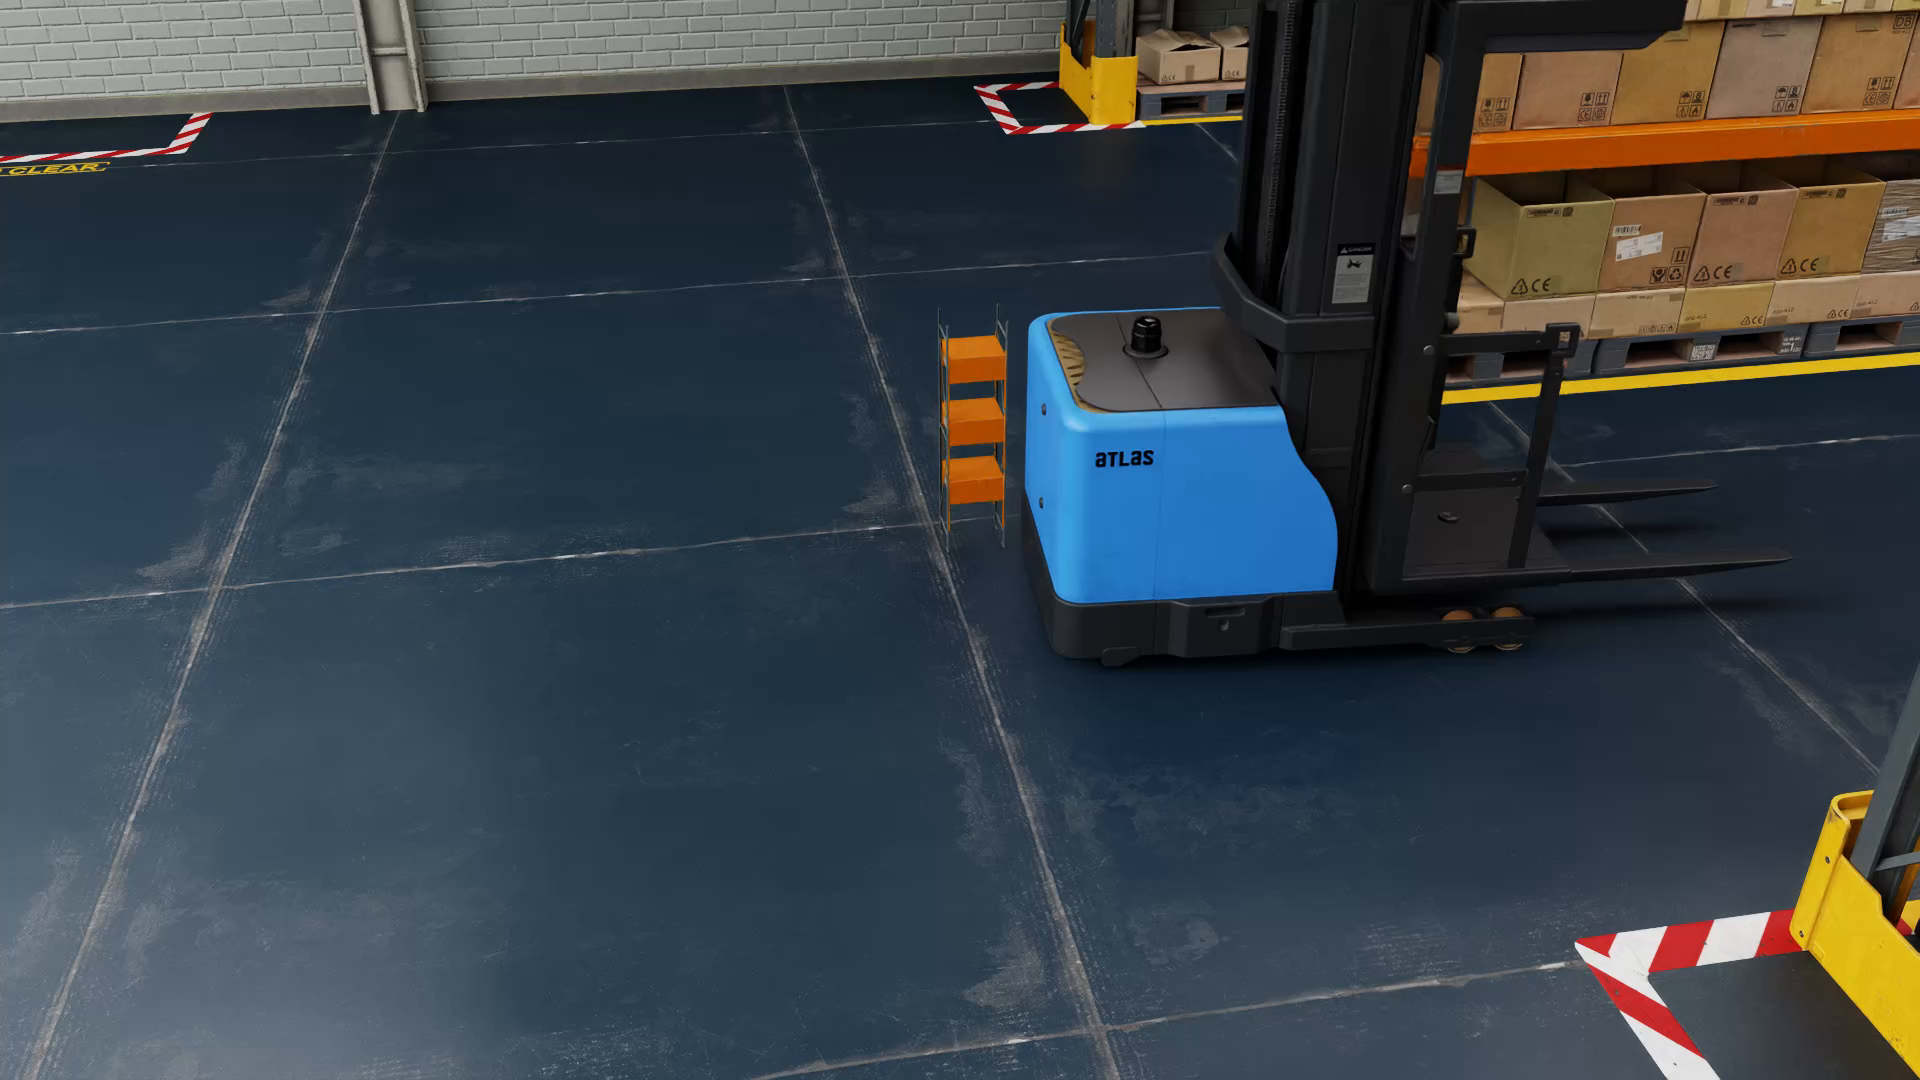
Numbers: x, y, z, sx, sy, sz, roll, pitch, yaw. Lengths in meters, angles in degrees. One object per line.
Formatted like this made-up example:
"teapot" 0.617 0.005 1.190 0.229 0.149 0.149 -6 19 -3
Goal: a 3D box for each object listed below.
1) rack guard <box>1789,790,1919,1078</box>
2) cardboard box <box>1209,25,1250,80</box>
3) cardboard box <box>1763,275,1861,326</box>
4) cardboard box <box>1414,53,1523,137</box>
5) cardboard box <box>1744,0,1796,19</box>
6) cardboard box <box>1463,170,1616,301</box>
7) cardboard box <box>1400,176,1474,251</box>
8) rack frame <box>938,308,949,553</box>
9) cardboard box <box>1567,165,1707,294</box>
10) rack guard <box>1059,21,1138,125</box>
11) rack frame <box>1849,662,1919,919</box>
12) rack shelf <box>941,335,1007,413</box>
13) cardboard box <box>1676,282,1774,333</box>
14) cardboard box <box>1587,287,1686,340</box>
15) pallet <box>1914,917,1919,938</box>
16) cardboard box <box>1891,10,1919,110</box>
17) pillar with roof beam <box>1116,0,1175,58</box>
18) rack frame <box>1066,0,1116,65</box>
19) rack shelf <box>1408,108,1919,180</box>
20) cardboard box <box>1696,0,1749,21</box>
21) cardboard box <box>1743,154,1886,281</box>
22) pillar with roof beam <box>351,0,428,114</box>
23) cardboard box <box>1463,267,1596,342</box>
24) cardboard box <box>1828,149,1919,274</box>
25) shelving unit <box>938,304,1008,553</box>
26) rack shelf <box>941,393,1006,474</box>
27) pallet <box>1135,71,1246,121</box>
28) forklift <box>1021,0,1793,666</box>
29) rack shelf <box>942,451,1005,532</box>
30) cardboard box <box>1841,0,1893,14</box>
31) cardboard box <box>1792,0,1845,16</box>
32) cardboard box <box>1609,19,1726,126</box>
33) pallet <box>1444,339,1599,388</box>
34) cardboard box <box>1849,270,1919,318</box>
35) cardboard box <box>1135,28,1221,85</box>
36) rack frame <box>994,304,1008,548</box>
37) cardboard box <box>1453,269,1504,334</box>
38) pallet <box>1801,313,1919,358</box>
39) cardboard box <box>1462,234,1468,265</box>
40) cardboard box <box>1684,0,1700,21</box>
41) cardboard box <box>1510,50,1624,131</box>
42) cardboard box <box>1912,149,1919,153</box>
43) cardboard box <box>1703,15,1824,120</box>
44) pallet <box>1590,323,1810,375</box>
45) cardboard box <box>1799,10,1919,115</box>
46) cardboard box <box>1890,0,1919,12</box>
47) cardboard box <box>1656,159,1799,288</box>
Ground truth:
"rack guard" 2.845 1.258 4.617 0.348 0.500 1.175 -5 31 -9
"cardboard box" 2.252 -3.829 13.022 0.500 0.311 0.500 -3 31 -5
"cardboard box" 4.426 -1.375 8.927 0.500 0.250 0.500 -5 31 -9
"cardboard box" 2.352 -2.338 8.169 0.500 0.500 0.700 -5 31 -9
"cardboard box" 3.828 -2.650 8.059 0.250 0.149 0.380 -5 31 -8
"cardboard box" 2.950 -1.563 8.507 0.500 0.500 0.500 -5 31 -9
"cardboard box" 2.365 -1.775 8.868 0.500 0.500 0.500 -5 31 -9
"rack frame" -0.067 -0.446 6.973 0.008 1.050 0.200 -5 31 -9
"cardboard box" 3.439 -1.615 8.595 0.500 0.500 0.500 -5 31 -9
"rack guard" 1.069 -3.658 12.978 0.348 0.500 1.175 -5 31 -9
"rack frame" 2.779 0.211 3.932 0.127 3.000 1.000 -5 31 -9
"rack shelf" 0.053 -0.693 6.854 0.240 0.259 0.215 -5 31 -9
"cardboard box" 3.934 -1.329 8.849 0.500 0.250 0.500 -5 31 -9
"cardboard box" 3.441 -1.286 8.776 0.500 0.250 0.500 -5 31 -9
"pallet" 3.645 1.311 4.812 1.213 0.211 1.003 -5 31 -9
"cardboard box" 4.872 -2.572 8.566 0.500 0.500 0.700 -6 31 -9
"pillar with roof beam" 2.303 -5.663 8.003 0.400 9.000 9.100 -5 31 -9
"rack frame" 0.995 -4.728 12.332 0.127 3.000 1.000 -5 31 -9
"rack shelf" 3.858 -2.131 8.625 4.000 0.370 1.077 -5 31 -9
"cardboard box" 3.582 -2.629 8.023 0.250 0.149 0.380 -6 31 -10
"cardboard box" 4.423 -1.704 8.748 0.500 0.500 0.500 -5 31 -9
"pillar with roof beam" -3.599 -5.115 7.072 0.400 9.000 9.100 -5 31 -9
"cardboard box" 2.949 -1.240 8.698 0.500 0.250 0.500 -5 31 -9
"cardboard box" 4.914 -1.752 8.829 0.500 0.500 0.500 -5 31 -9
"shelving unit" 0.053 -0.457 6.992 0.252 1.050 0.215 -5 31 -9
"rack shelf" 0.053 -0.448 6.998 0.240 0.259 0.215 -5 31 -9
"pallet" 1.875 -3.590 13.147 1.213 0.211 1.003 -5 31 -9
"forklift" 1.812 -1.086 6.206 3.031 2.935 1.130 -3 31 -5
"rack shelf" 0.053 -0.209 7.138 0.240 0.259 0.215 -5 31 -9
"cardboard box" 4.347 -2.700 8.144 0.250 0.149 0.380 -4 31 -7
"cardboard box" 4.086 -2.674 8.100 0.250 0.149 0.380 -4 31 -7
"cardboard box" 3.357 -2.431 8.326 0.500 0.500 0.700 -5 31 -9
"pallet" 2.635 -1.148 8.993 1.213 0.211 1.003 -5 31 -9
"cardboard box" 4.915 -1.428 9.017 0.500 0.250 0.500 -5 31 -9
"cardboard box" 1.691 -3.777 12.933 0.500 0.311 0.500 -9 32 -15
"rack frame" 0.173 -0.469 7.011 0.008 1.050 0.200 -5 31 -9
"cardboard box" 2.458 -1.193 8.618 0.500 0.250 0.500 -5 31 -9
"pallet" 5.035 -1.370 9.372 1.213 0.211 1.003 -5 31 -9
"cardboard box" 2.855 -1.503 9.144 0.500 0.250 0.500 -5 31 -9
"cardboard box" 3.331 -2.605 7.983 0.250 0.149 0.380 -6 31 -11
"cardboard box" 2.868 -2.389 8.254 0.500 0.500 0.700 -5 31 -8
"cardboard box" 5.313 -2.057 9.347 0.500 0.500 0.500 -5 31 -9
"cardboard box" 3.874 -2.481 8.411 0.500 0.500 0.700 -4 31 -7
"pallet" 3.833 -1.257 9.180 1.213 0.211 1.003 -5 31 -9
"cardboard box" 4.378 -2.528 8.492 0.500 0.500 0.700 -5 31 -8
"cardboard box" 4.595 -2.723 8.183 0.250 0.149 0.380 -5 31 -9
"cardboard box" 3.934 -1.652 8.658 0.500 0.500 0.500 -5 31 -9
